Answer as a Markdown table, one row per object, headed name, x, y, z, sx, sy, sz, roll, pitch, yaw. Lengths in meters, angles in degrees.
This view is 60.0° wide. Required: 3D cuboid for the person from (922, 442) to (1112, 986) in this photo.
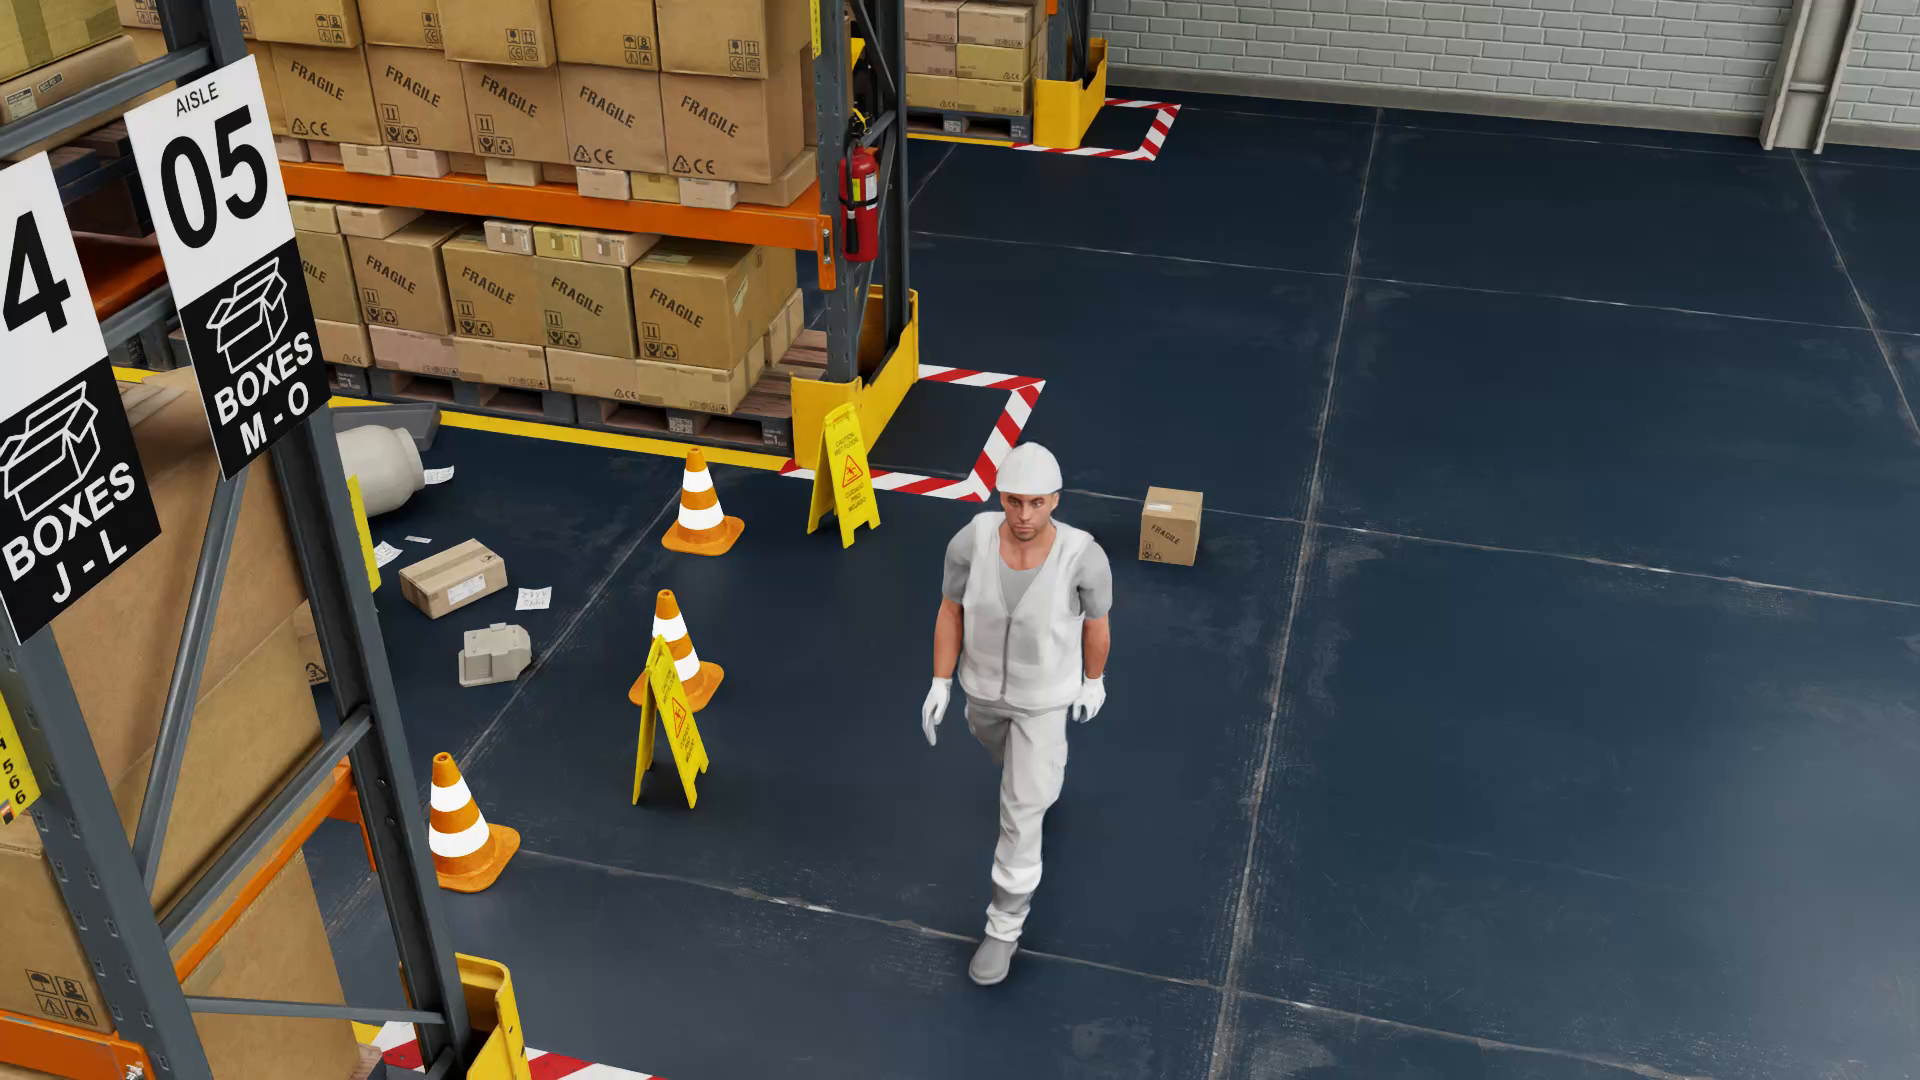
| name | x | y | z | sx | sy | sz | roll | pitch | yaw |
| --- | --- | --- | --- | --- | --- | --- | --- | --- | --- |
| person | 0.182 | 0.475 | 5.374 | 0.530 | 1.743 | 1.074 | 13 | 35 | 19 |
